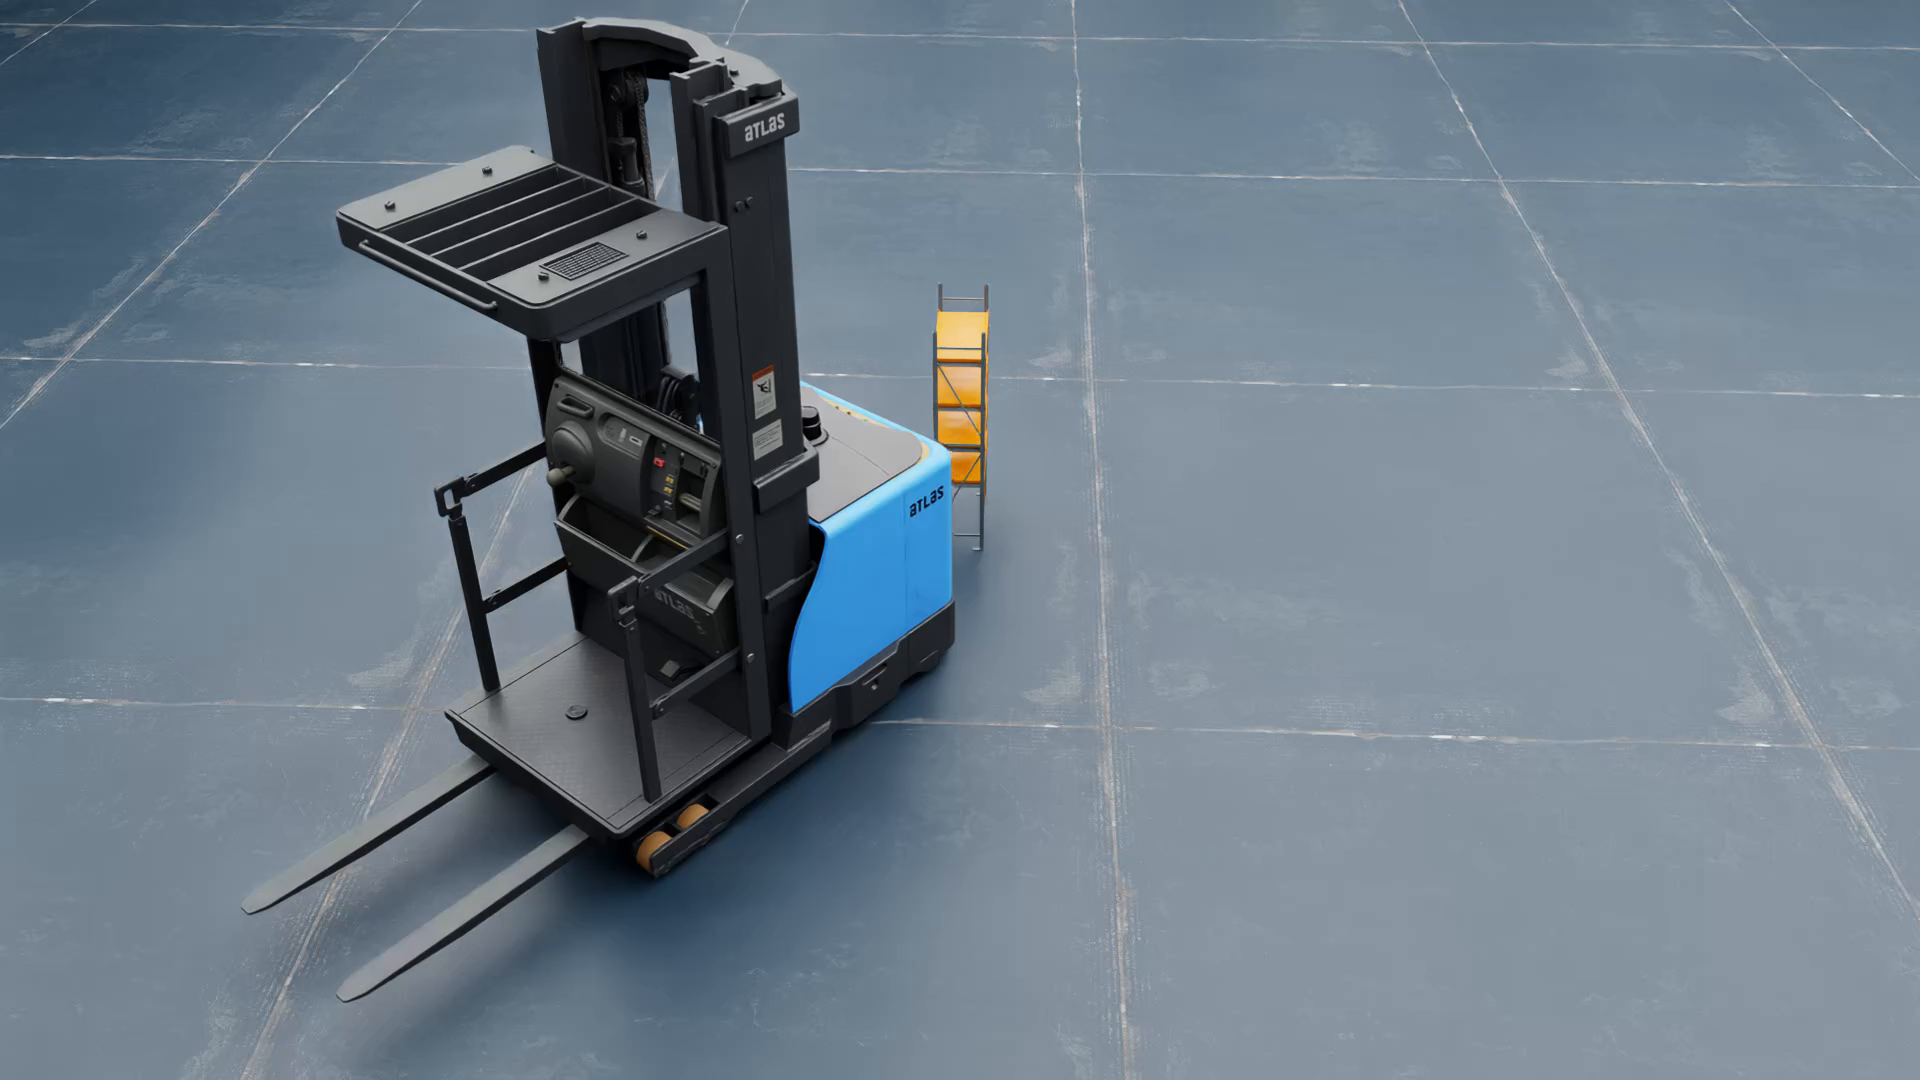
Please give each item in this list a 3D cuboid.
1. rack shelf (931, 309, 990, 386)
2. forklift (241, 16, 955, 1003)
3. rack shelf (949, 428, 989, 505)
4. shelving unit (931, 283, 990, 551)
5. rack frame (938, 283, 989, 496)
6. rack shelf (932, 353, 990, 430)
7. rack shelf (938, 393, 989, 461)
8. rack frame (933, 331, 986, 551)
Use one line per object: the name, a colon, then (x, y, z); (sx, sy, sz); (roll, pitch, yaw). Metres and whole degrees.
rack shelf: (0.007, -0.908, 7.814); (0.258, 0.148, 0.480); (1, 35, 2)
forklift: (-1.358, -0.236, 6.037); (1.130, 2.935, 3.031); (26, 43, 32)
rack shelf: (0.007, -0.369, 8.193); (0.258, 0.148, 0.480); (1, 35, 2)
shelving unit: (0.007, -0.586, 8.040); (0.258, 1.200, 0.503); (1, 35, 2)
rack frame: (0.016, -0.726, 8.240); (0.240, 1.200, 0.015); (1, 35, 2)
rack shelf: (0.007, -0.714, 7.950); (0.258, 0.148, 0.480); (1, 35, 2)
rack shelf: (0.007, -0.531, 8.079); (0.258, 0.148, 0.480); (1, 35, 2)
rack frame: (-0.003, -0.446, 7.841); (0.240, 1.200, 0.015); (1, 35, 2)
